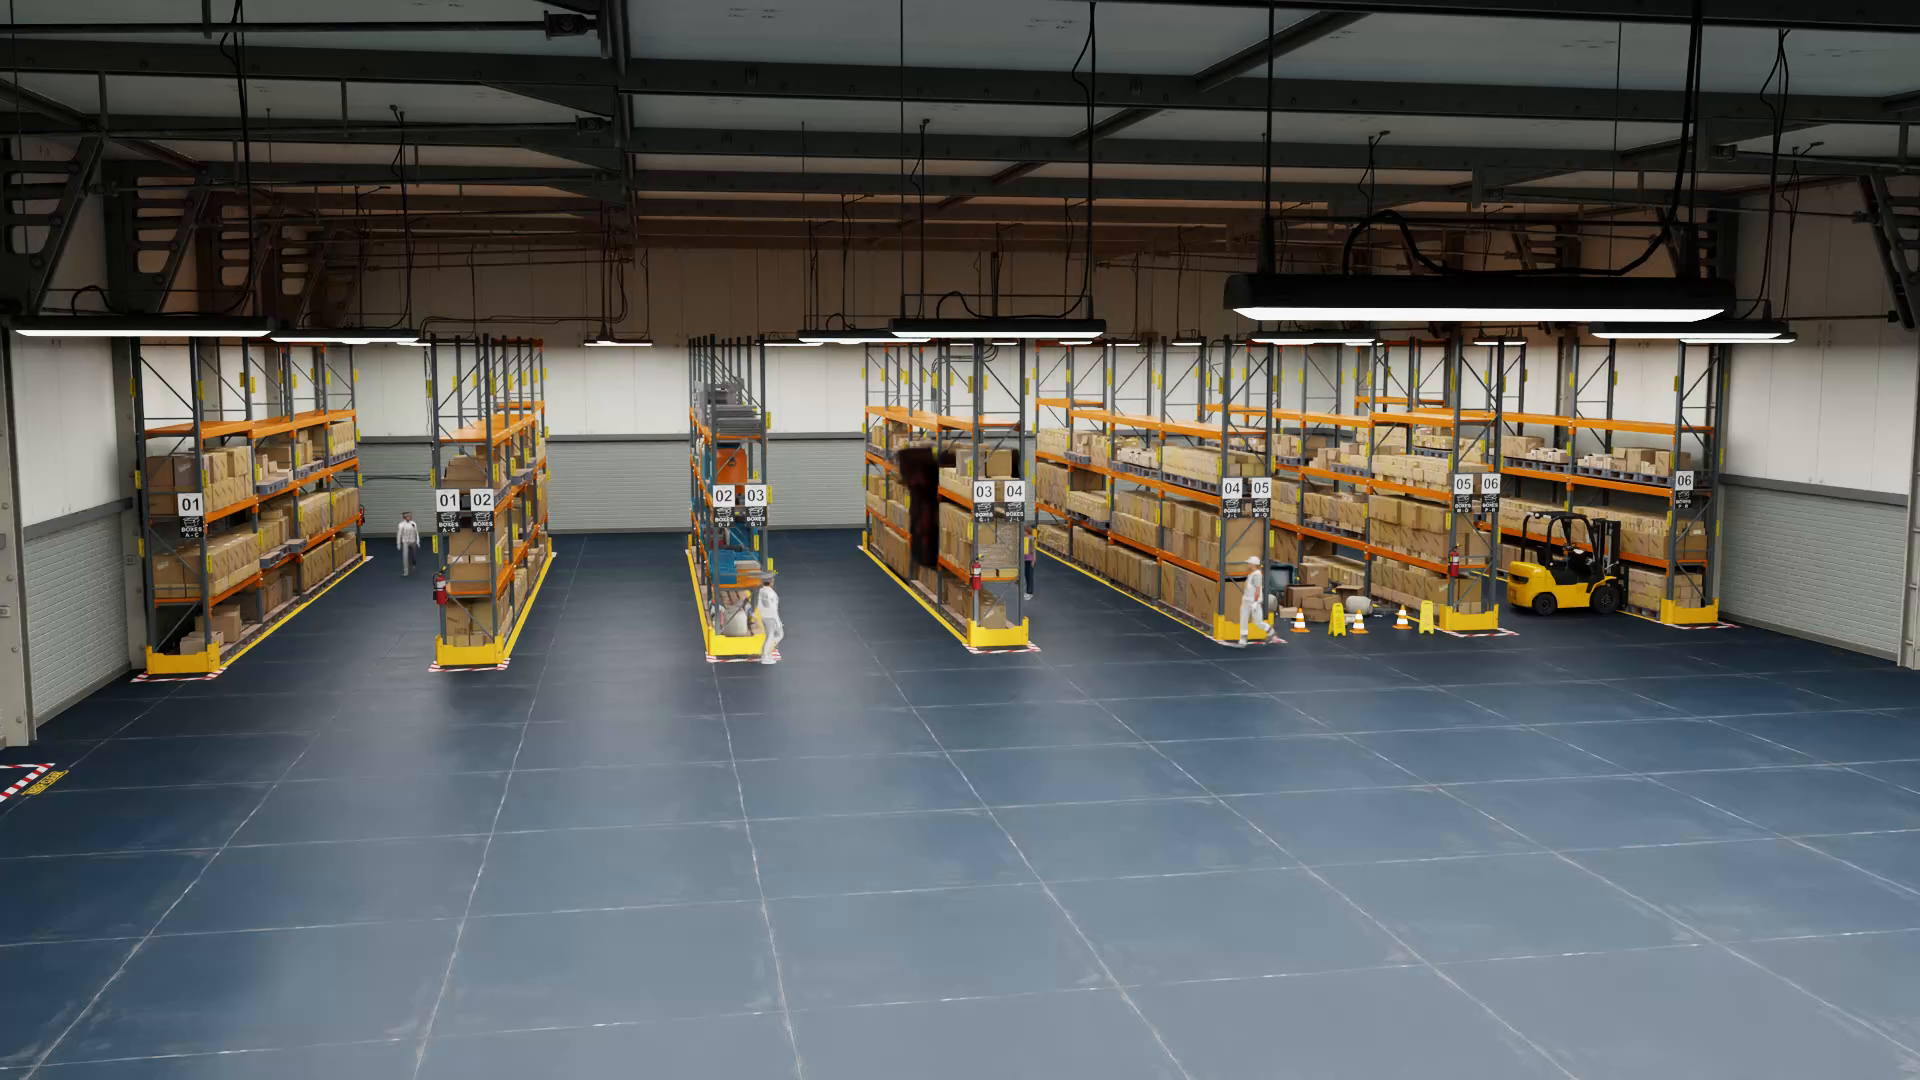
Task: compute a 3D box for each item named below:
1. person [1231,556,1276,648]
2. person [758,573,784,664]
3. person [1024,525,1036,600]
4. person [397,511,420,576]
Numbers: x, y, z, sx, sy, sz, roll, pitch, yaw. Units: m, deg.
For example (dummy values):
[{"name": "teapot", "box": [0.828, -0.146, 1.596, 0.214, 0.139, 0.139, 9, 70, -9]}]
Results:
[{"name": "person", "box": [5.667, 1.194, 31.936, 0.906, 1.775, 0.489, -5, 8, -36]}, {"name": "person", "box": [-3.446, 1.426, 30.156, 0.462, 1.671, 0.468, 0, 7, 1]}, {"name": "person", "box": [1.457, 0.475, 36.307, 0.499, 1.601, 0.452, -6, 9, -41]}, {"name": "person", "box": [-14.045, 0.061, 42.328, 0.547, 1.631, 0.975, -2, 7, -16]}]
